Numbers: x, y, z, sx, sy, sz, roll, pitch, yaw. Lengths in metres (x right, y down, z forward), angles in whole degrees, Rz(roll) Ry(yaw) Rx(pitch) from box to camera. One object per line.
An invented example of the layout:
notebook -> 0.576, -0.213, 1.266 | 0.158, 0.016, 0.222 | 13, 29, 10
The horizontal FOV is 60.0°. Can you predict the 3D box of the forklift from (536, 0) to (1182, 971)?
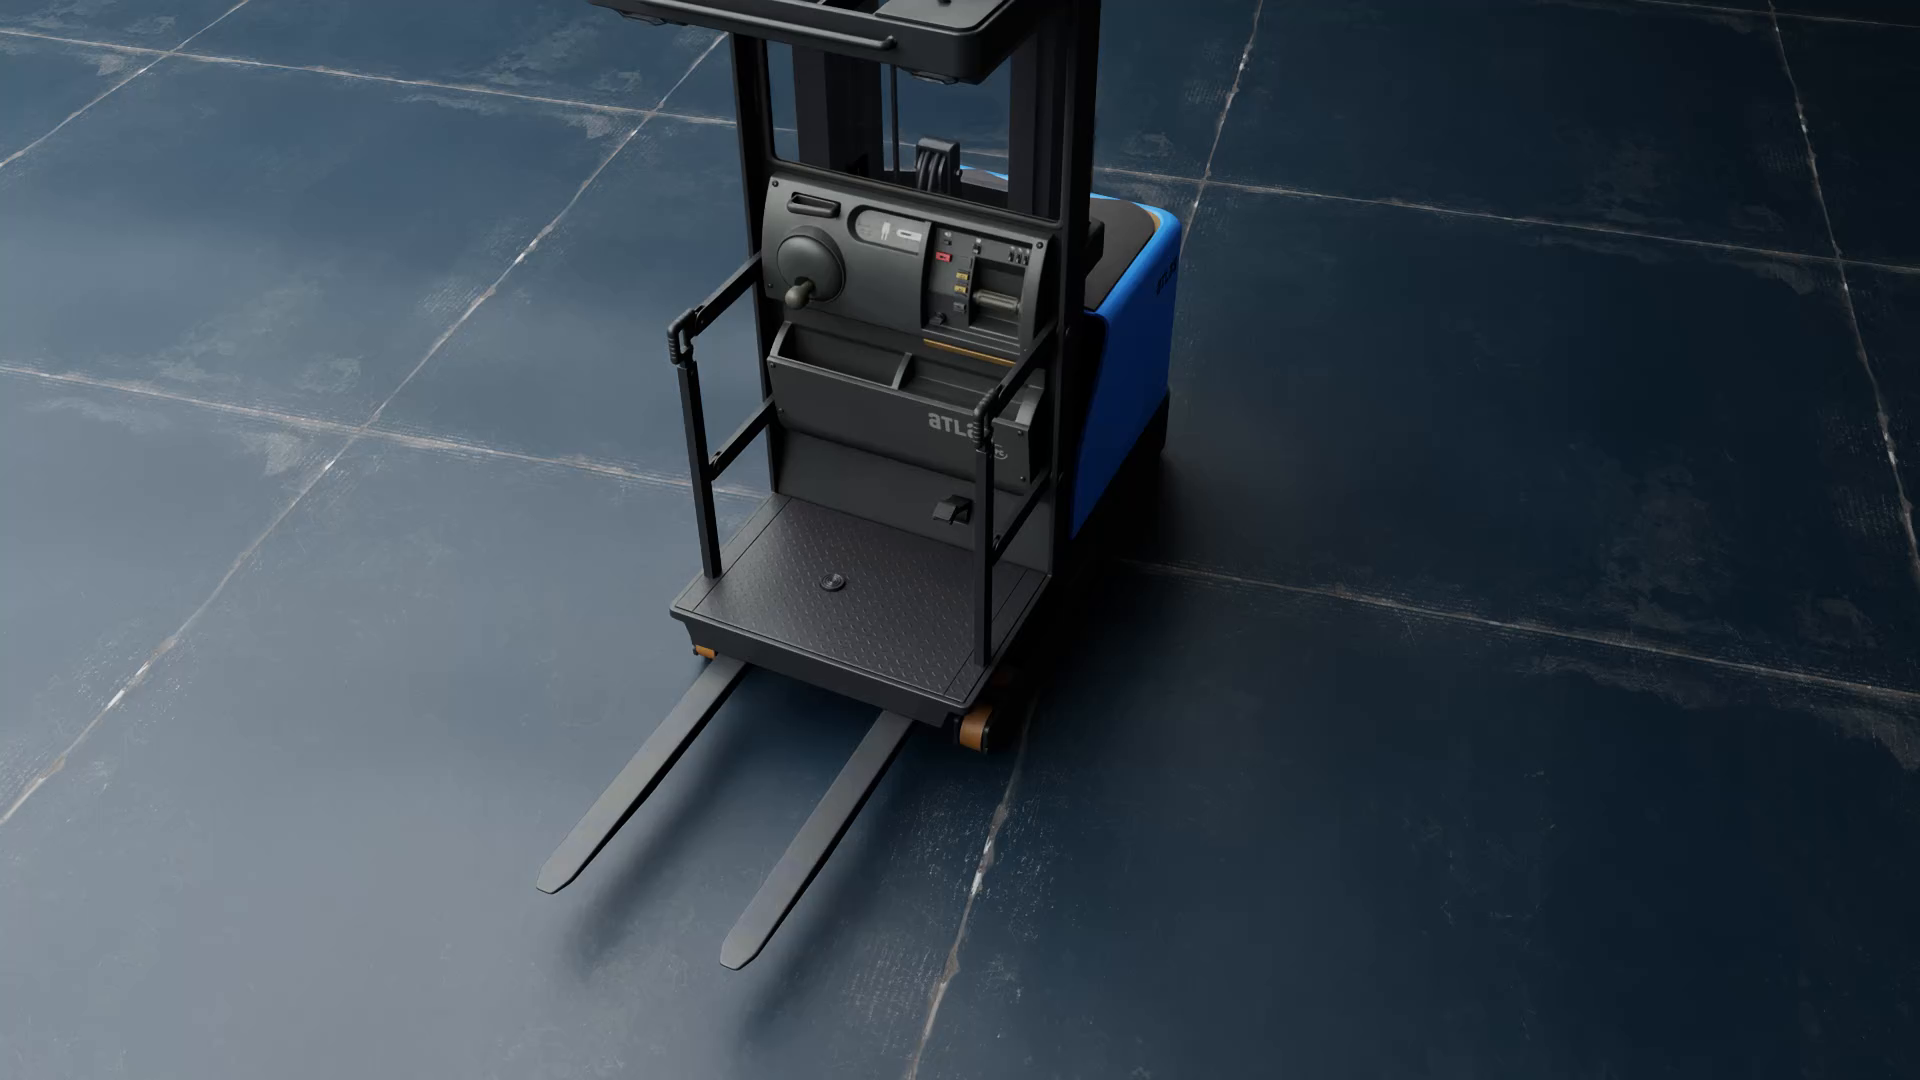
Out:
forklift -> -0.266, -0.756, 4.871 | 1.130, 2.935, 3.031 | 17, 43, 19
